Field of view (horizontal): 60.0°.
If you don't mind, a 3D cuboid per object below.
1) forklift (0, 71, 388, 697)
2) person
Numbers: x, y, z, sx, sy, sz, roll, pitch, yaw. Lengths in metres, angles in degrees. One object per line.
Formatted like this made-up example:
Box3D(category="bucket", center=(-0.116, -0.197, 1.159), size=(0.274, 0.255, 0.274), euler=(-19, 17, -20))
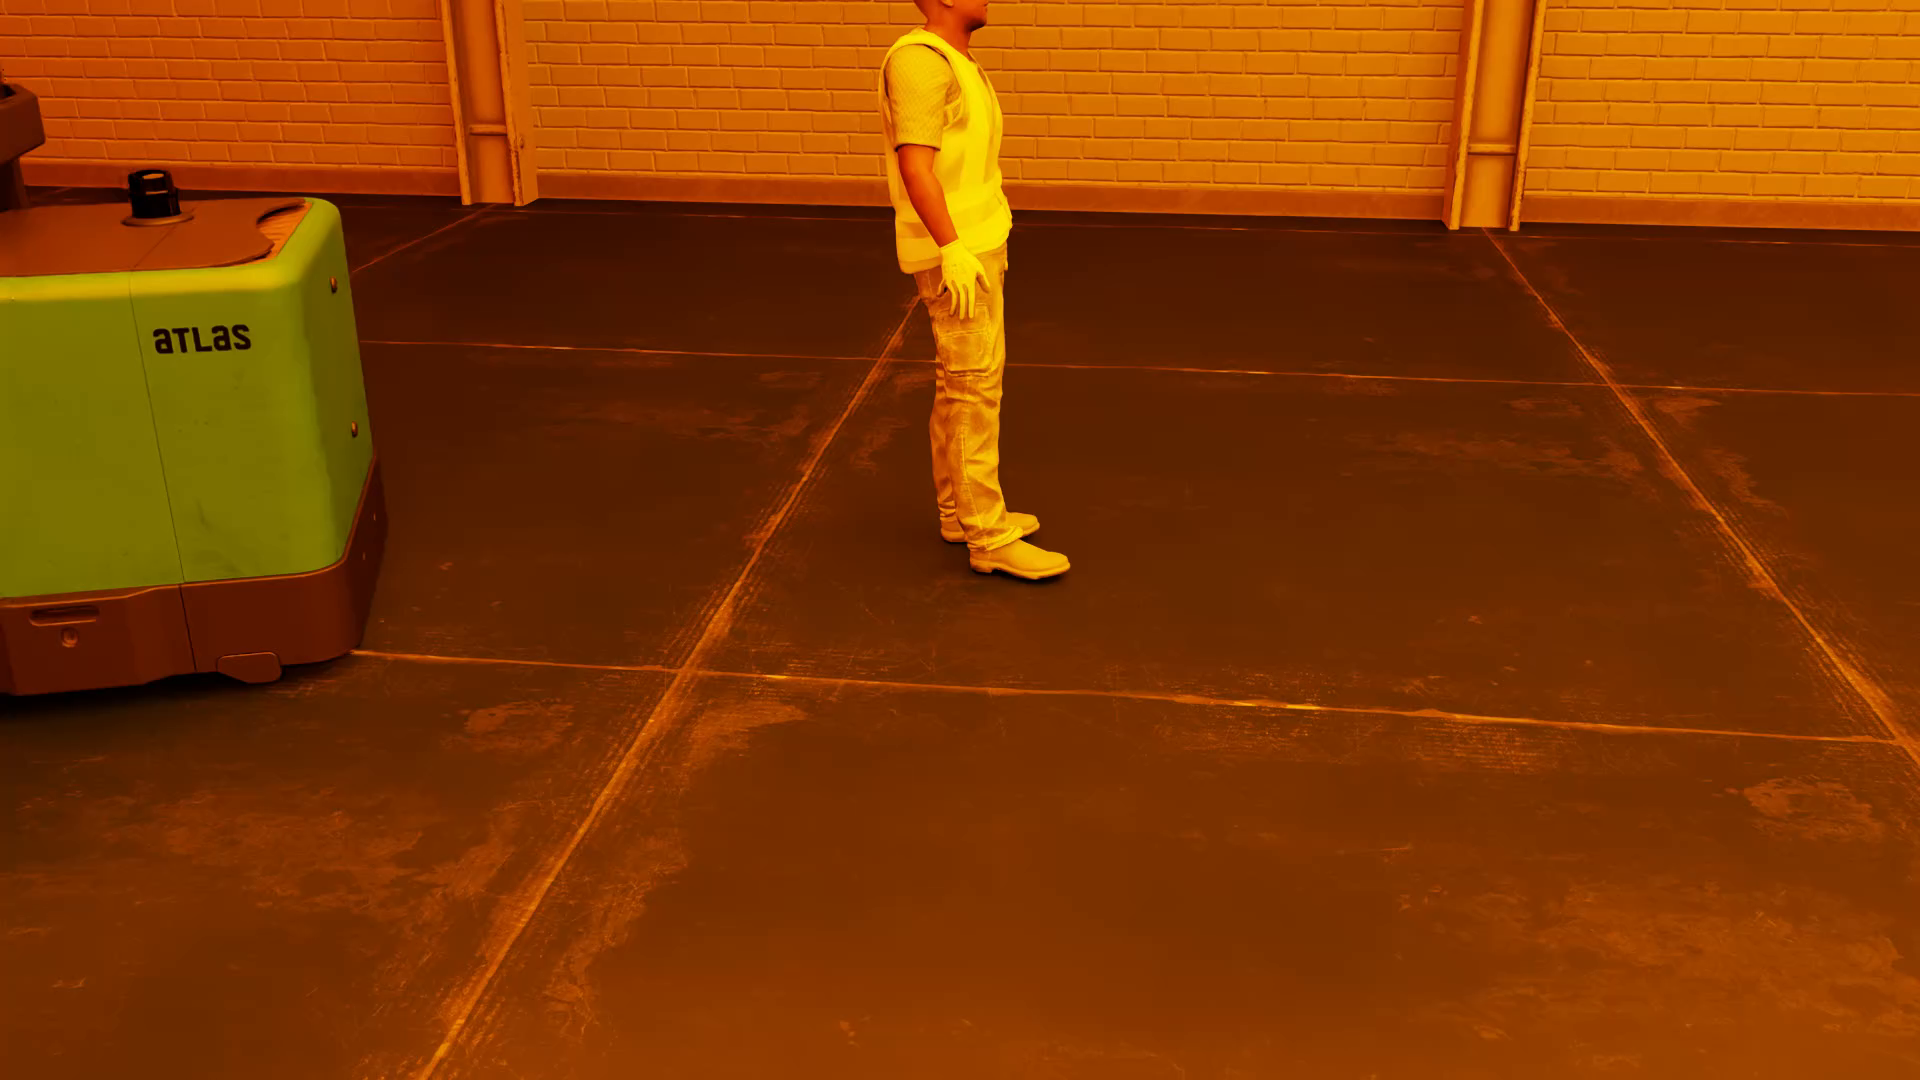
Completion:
Box3D(category="forklift", center=(-3.132, -1.055, 3.872), size=(3.031, 2.935, 1.130), euler=(-5, 22, -12))
Box3D(category="person", center=(0.071, -0.828, 4.825), size=(0.575, 1.785, 0.657), euler=(3, 22, 7))
